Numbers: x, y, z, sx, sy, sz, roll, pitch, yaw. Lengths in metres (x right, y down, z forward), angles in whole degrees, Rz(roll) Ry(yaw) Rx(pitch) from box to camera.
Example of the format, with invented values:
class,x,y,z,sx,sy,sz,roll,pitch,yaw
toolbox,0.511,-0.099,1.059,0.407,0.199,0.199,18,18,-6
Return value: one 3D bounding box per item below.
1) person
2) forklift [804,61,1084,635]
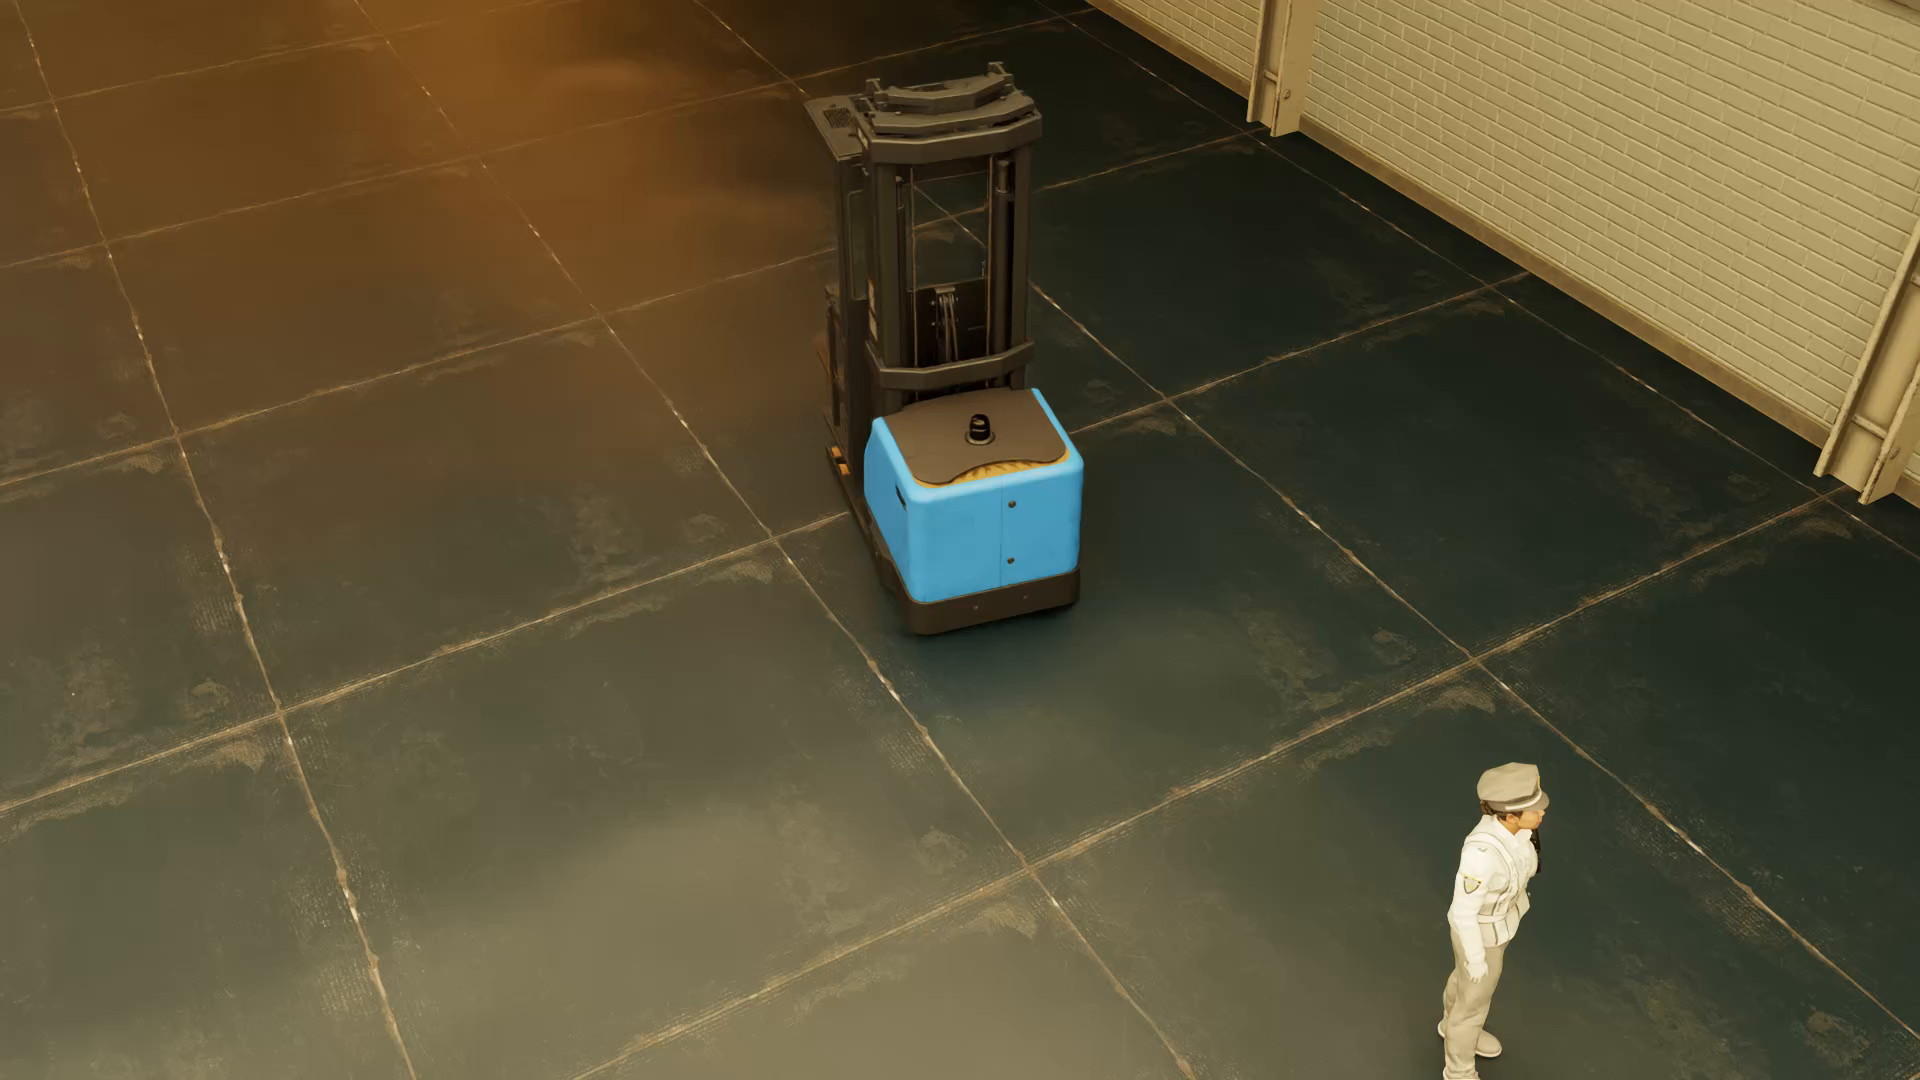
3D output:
class,x,y,z,sx,sy,sz,roll,pitch,yaw
person,2.297,1.641,7.016,0.514,1.692,0.586,24,45,26
forklift,-0.238,-1.531,9.882,1.130,2.935,3.031,-12,41,-14
